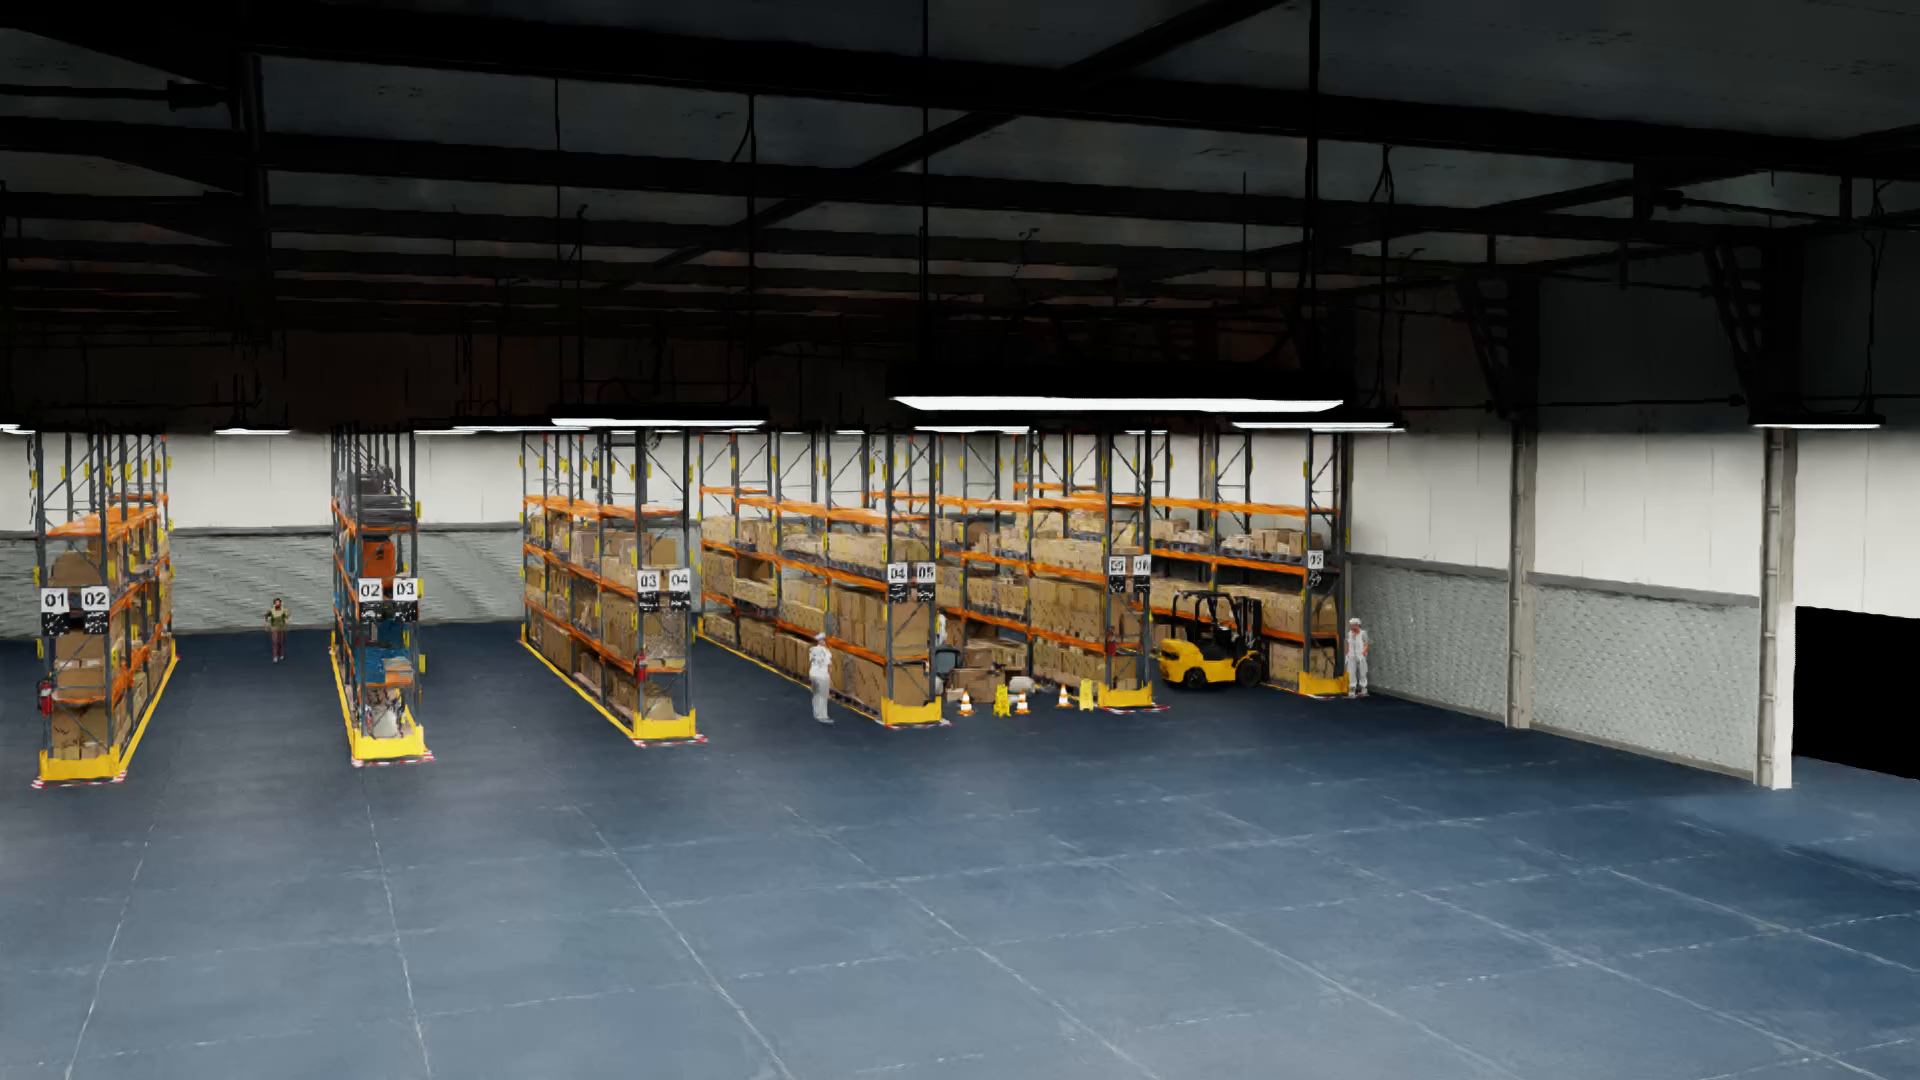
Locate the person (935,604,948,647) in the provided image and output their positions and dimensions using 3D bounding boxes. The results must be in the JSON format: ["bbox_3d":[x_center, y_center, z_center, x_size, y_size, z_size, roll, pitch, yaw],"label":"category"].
[{"bbox_3d":[-0.486,2.399,39.849,0.398,1.692,0.593,1,4,10],"label":"person"}]

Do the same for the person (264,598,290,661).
[{"bbox_3d":[-17.441,2.265,42.518,0.603,1.602,0.795,-2,4,-27],"label":"person"}]

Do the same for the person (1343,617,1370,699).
[{"bbox_3d":[8.659,2.572,36.251,0.555,1.787,0.660,2,4,34],"label":"person"}]

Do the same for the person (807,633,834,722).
[{"bbox_3d":[-2.766,2.751,33.360,0.693,1.770,0.516,3,5,38],"label":"person"}]
